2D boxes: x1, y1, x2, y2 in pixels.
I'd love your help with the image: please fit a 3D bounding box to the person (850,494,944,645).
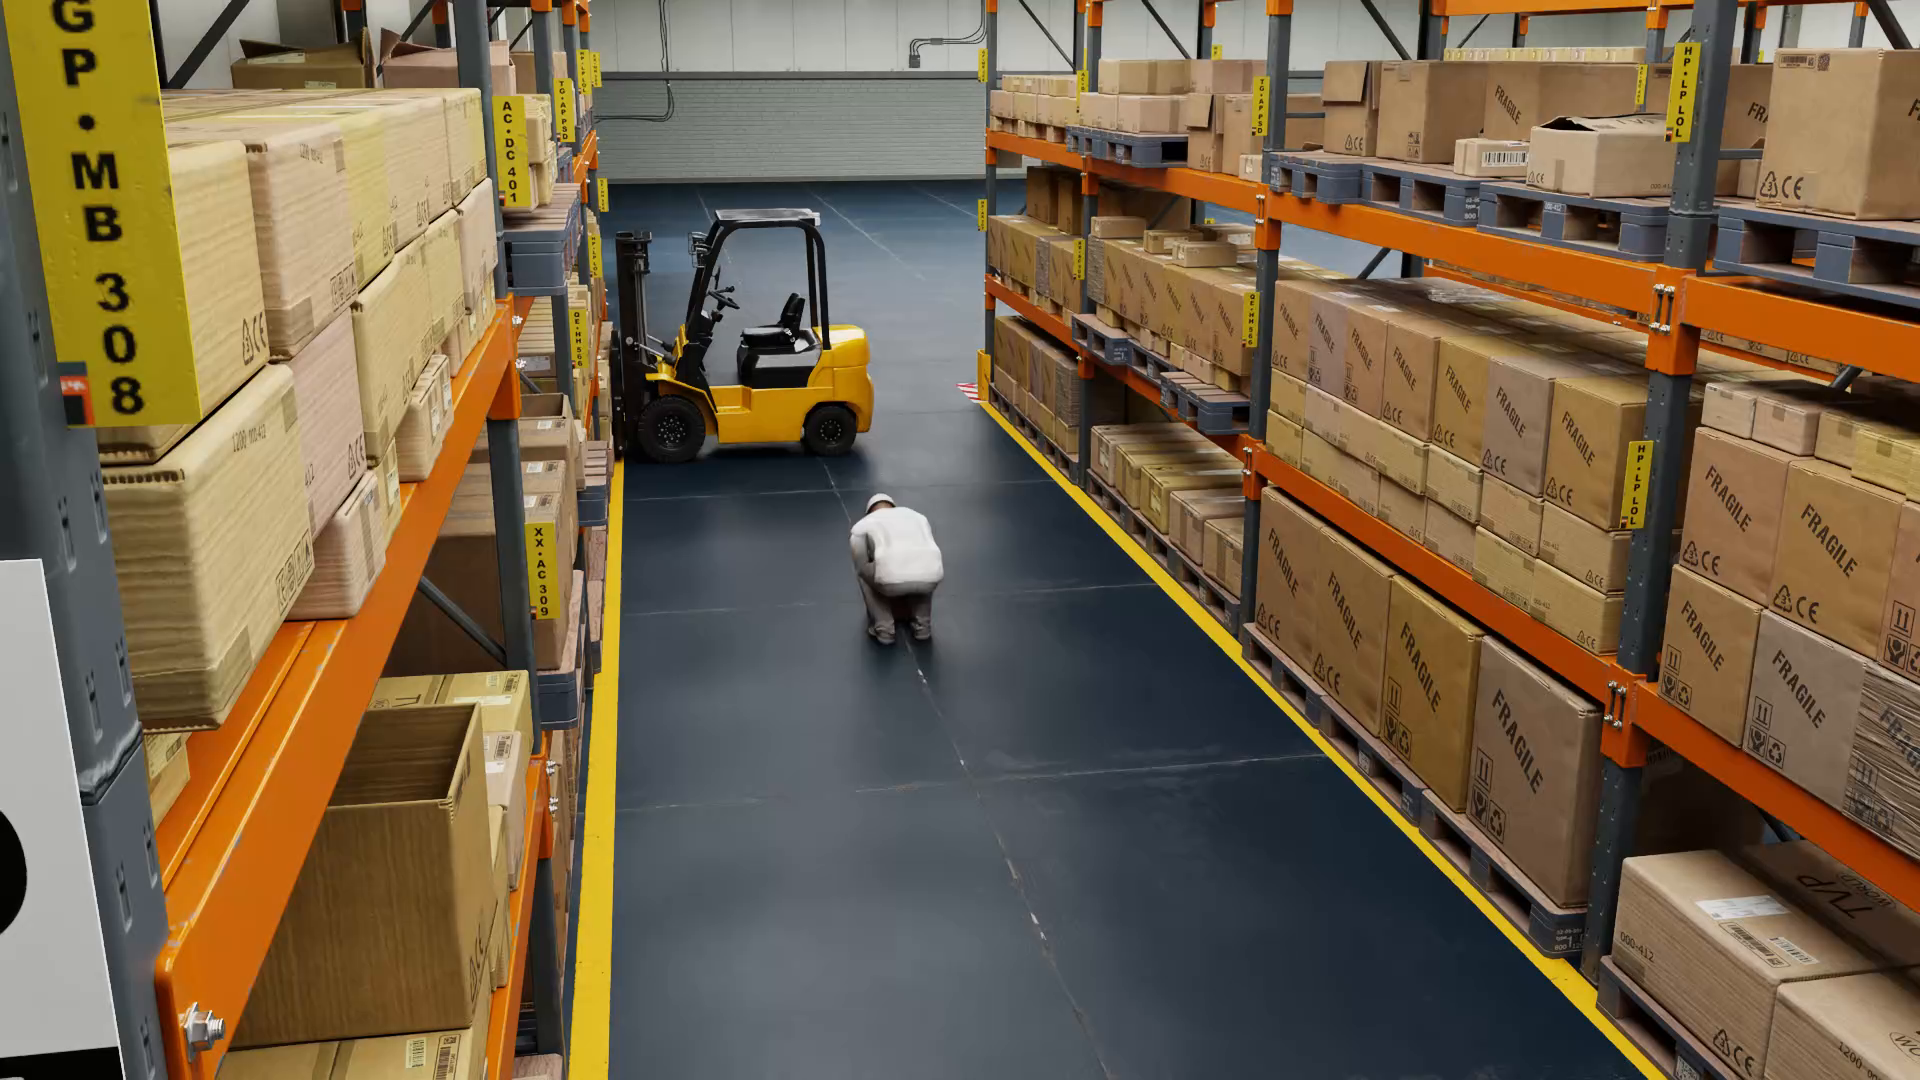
[{"bbox_3d":[-0.417,0.211,10.591,0.531,0.849,0.947,-3,17,-12],"label":"person"}]
